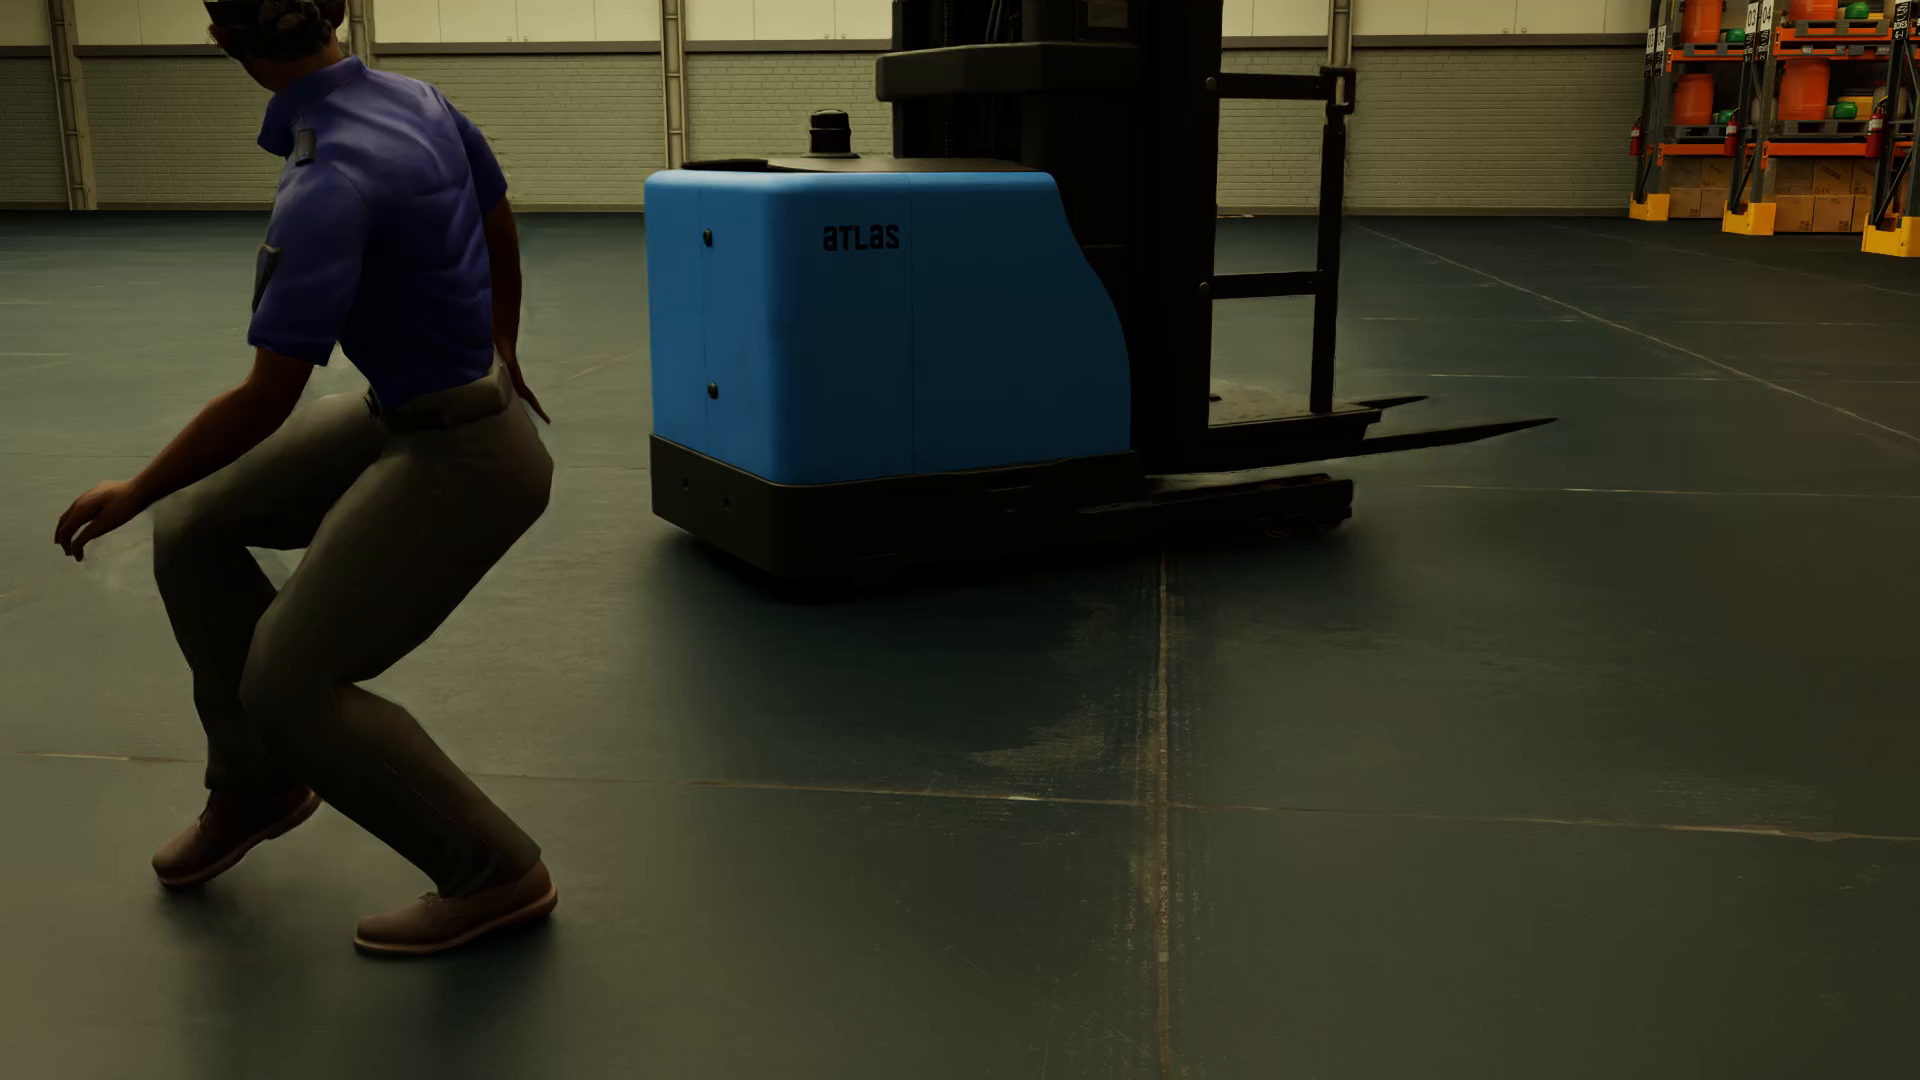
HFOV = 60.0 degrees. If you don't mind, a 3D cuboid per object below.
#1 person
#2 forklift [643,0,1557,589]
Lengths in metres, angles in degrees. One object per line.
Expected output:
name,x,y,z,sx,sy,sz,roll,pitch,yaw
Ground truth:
person,-0.940,-0.145,2.465,0.699,1.453,0.687,-4,14,-18
forklift,0.607,-1.526,5.034,3.031,2.935,1.130,-8,15,-30
